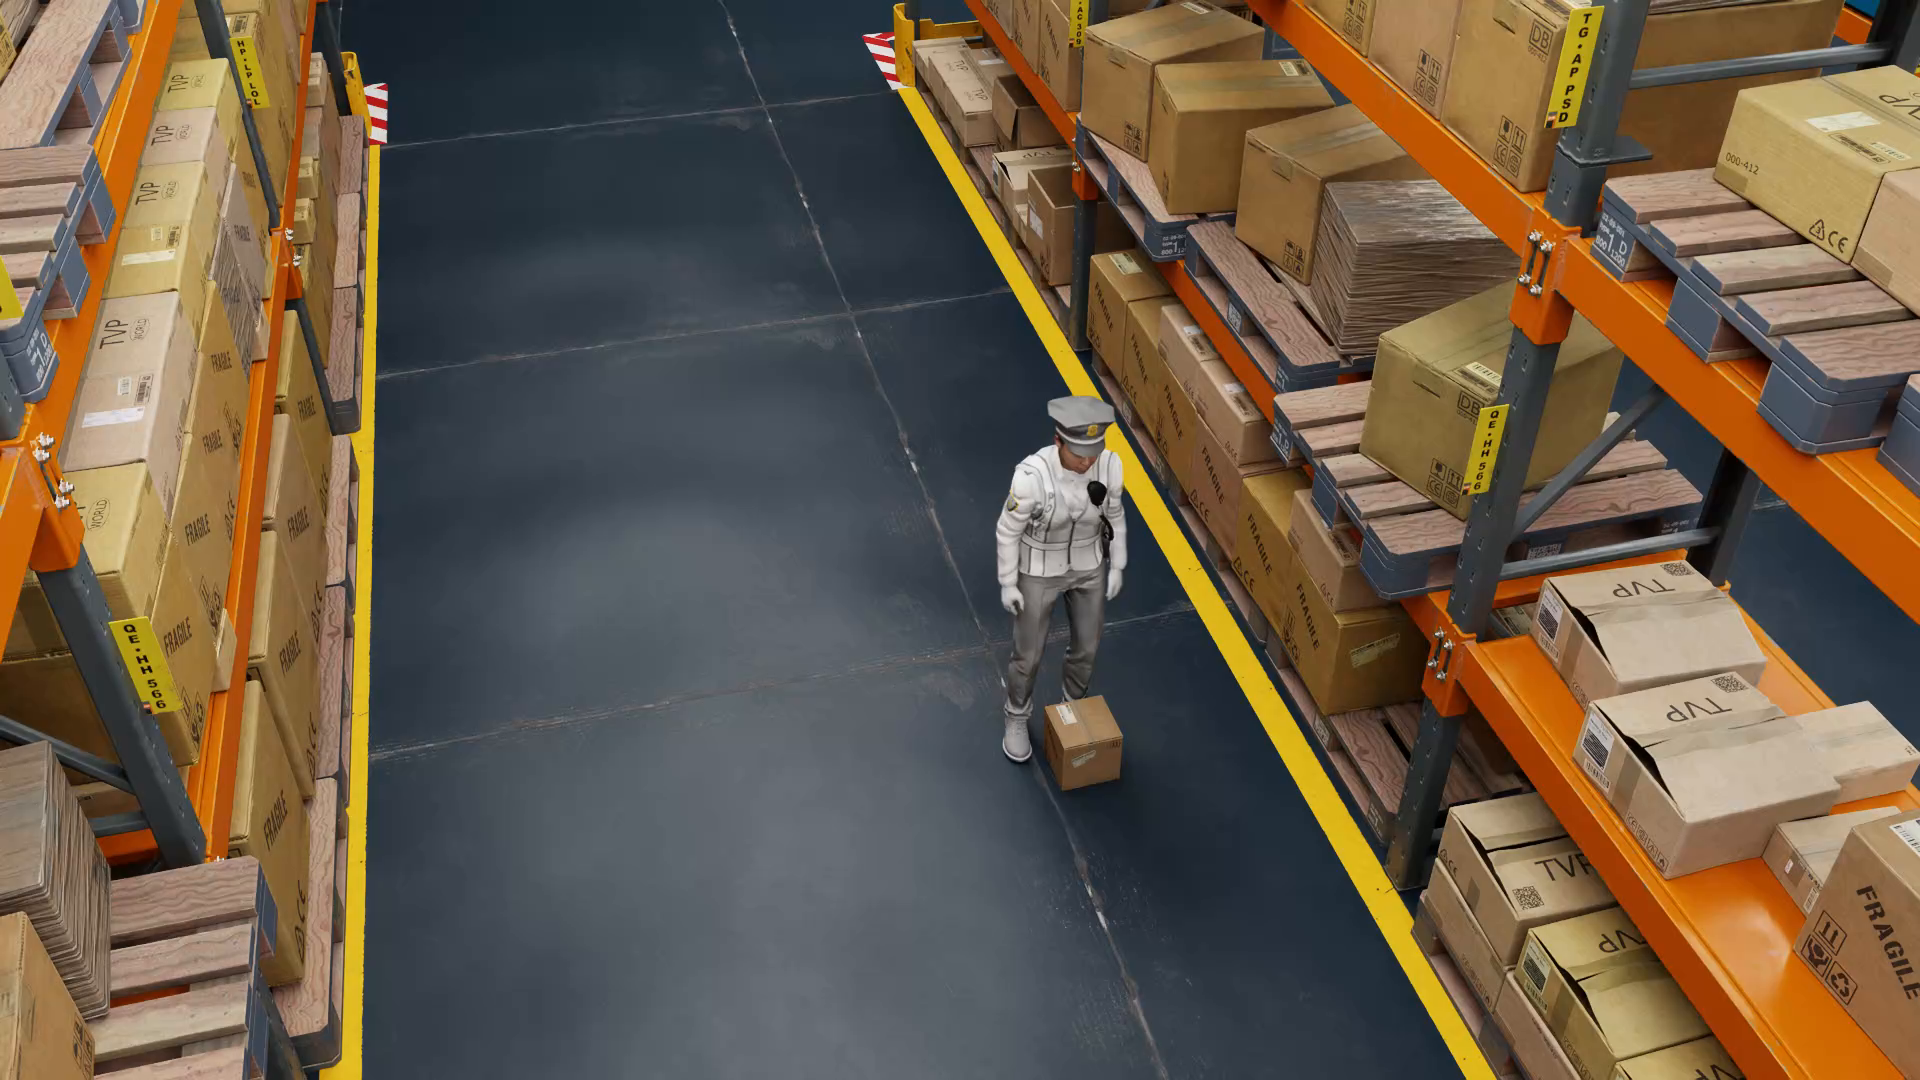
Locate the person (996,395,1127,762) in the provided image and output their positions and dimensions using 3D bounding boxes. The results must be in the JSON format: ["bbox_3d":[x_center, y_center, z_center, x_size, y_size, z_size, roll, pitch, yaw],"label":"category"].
[{"bbox_3d":[0.403,0.137,6.538,0.527,1.662,0.375,-10,39,-12],"label":"person"}]
